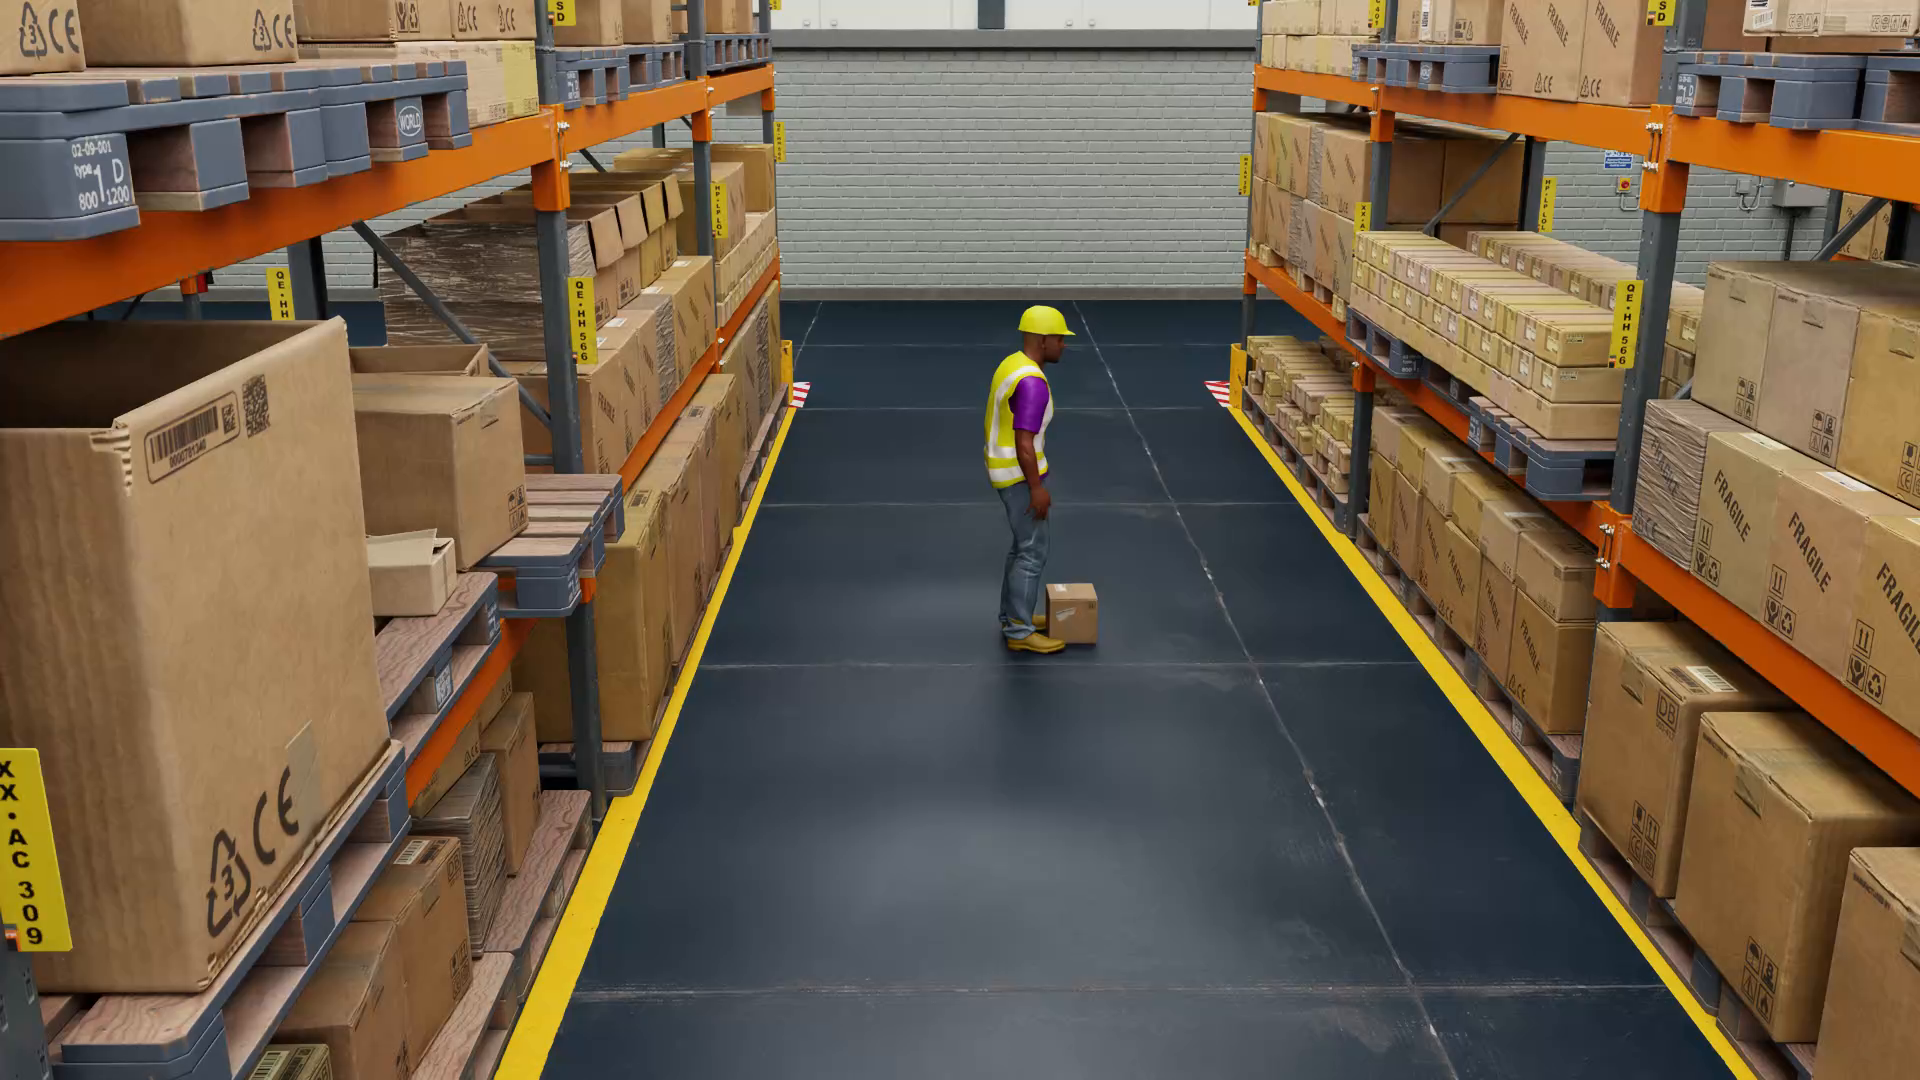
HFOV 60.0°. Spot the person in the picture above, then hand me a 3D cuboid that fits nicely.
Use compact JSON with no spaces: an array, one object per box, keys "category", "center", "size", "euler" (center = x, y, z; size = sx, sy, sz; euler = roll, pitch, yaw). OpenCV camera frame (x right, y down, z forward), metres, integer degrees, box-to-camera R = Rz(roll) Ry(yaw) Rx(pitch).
[{"category":"person","center":[0.356,-0.330,8.593],"size":[0.461,1.759,0.630],"euler":[-1,17,-4]}]
